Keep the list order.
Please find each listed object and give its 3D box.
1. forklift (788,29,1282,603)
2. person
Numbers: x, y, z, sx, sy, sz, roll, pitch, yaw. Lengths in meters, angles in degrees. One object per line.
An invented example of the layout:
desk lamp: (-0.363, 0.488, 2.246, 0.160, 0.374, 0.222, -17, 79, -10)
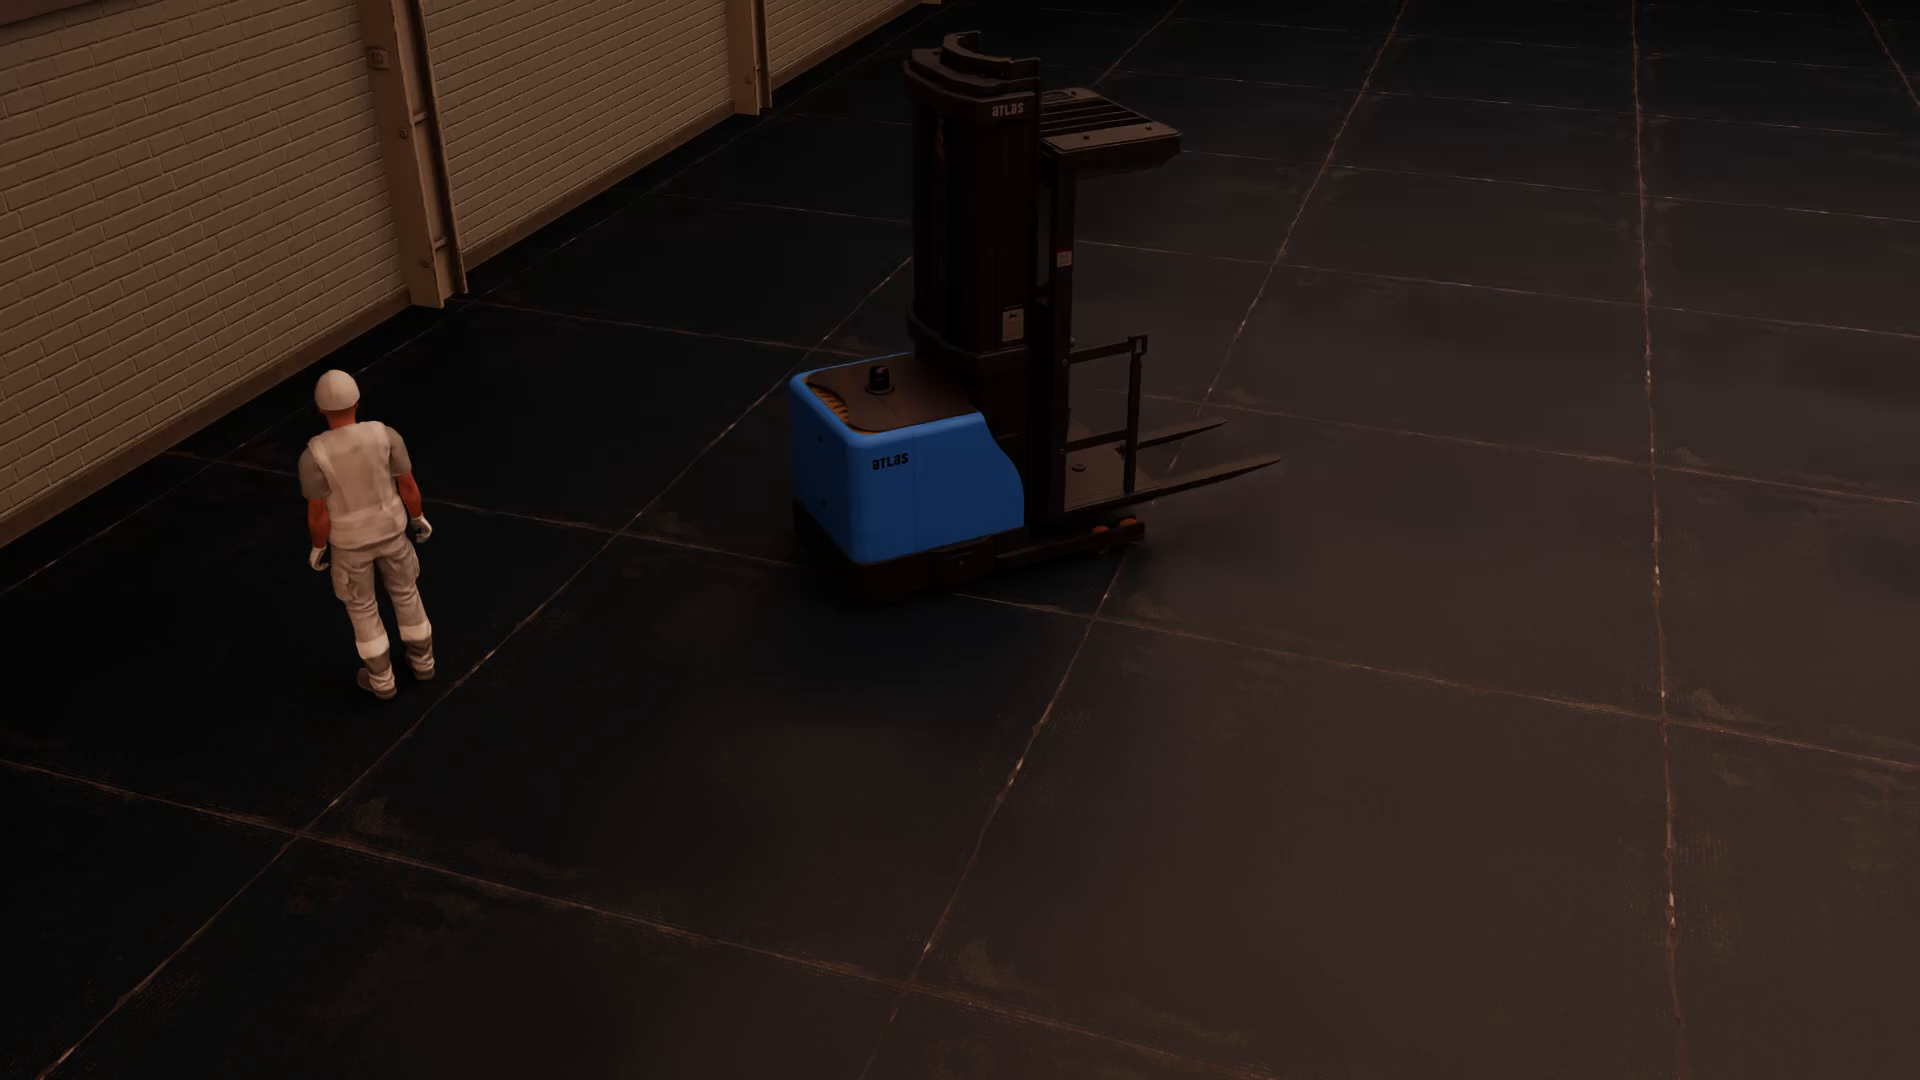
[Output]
forklift: (0.544, -1.411, 9.612, 3.031, 2.935, 1.130, -14, 33, -23)
person: (-2.982, -0.036, 8.355, 0.614, 1.794, 0.378, -20, 35, -31)
